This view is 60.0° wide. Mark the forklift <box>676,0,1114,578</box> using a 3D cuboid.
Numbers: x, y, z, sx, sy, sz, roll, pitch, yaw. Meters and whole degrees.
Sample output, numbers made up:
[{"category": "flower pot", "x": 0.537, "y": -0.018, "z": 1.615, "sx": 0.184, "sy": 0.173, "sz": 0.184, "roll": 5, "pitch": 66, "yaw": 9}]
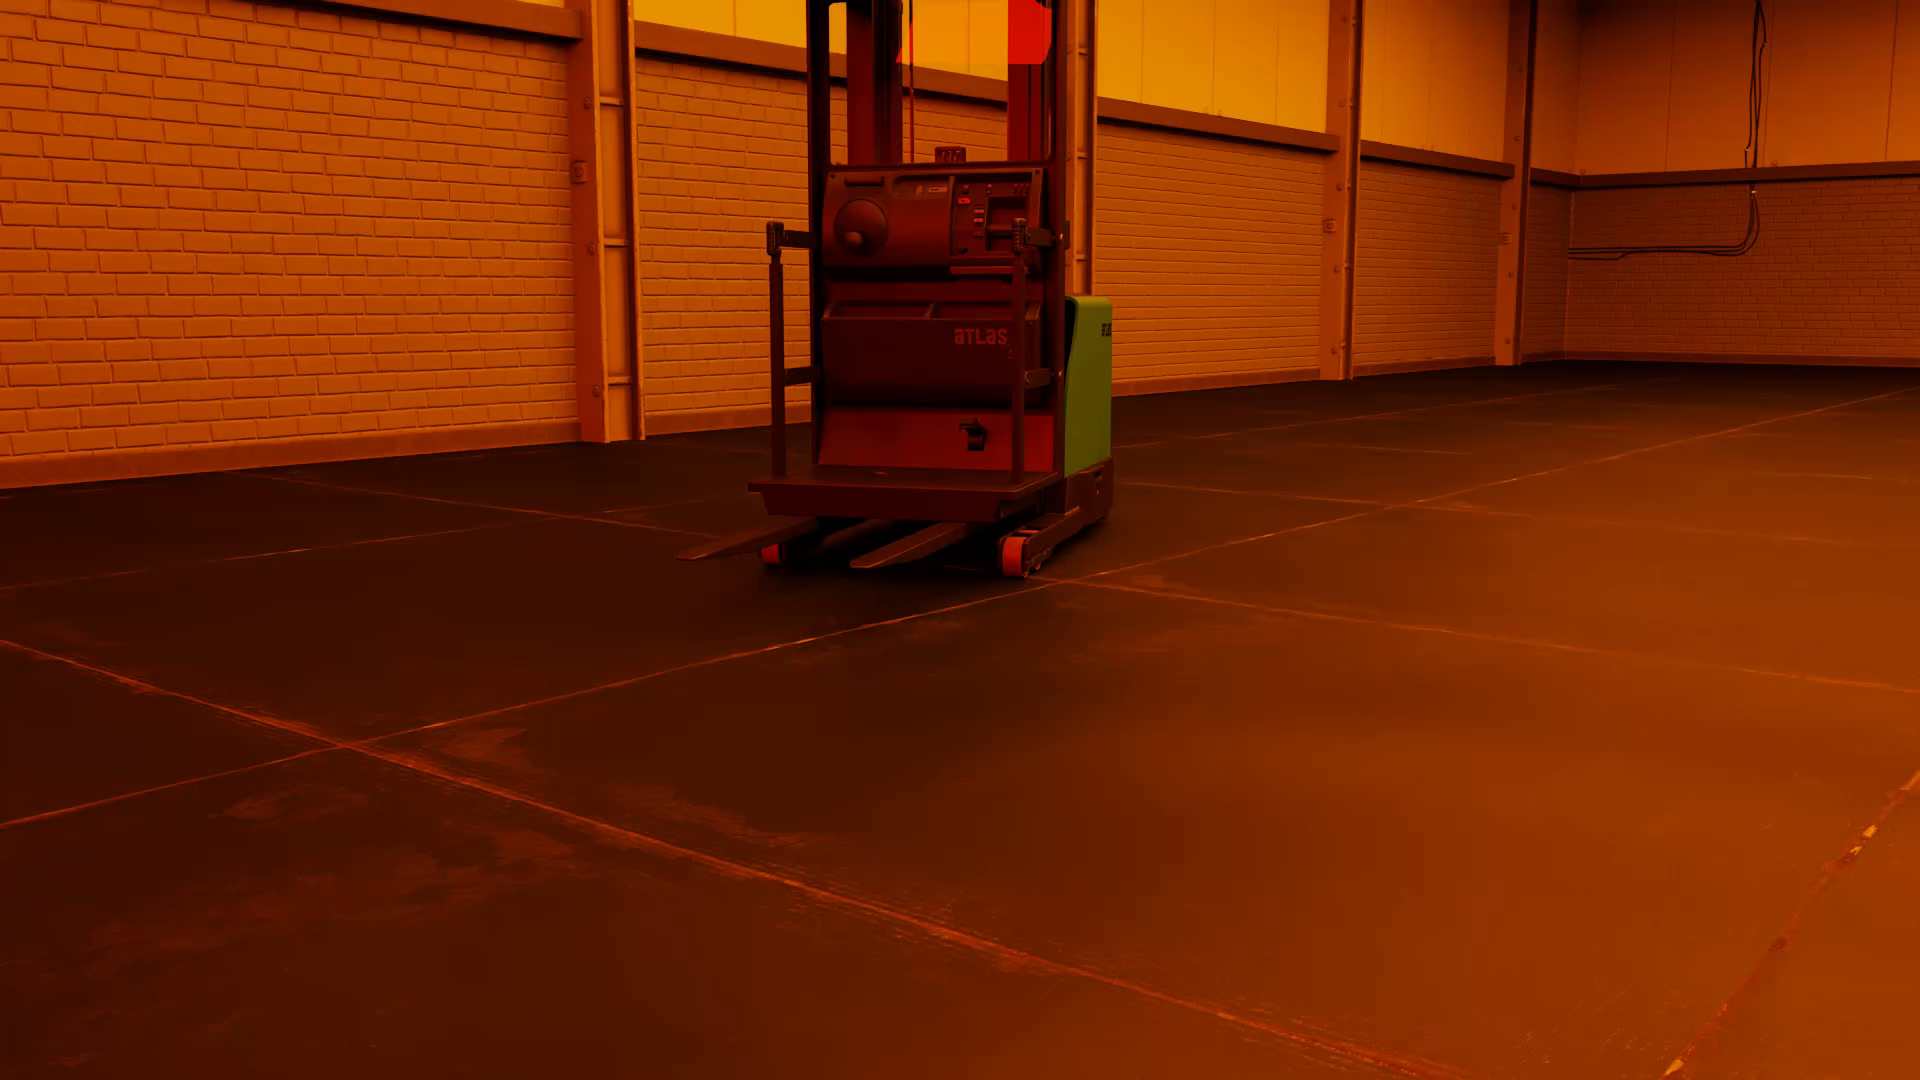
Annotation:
[{"category": "forklift", "x": -0.176, "y": -1.366, "z": 6.616, "sx": 1.130, "sy": 2.935, "sz": 3.031, "roll": 3, "pitch": 9, "yaw": 17}]
